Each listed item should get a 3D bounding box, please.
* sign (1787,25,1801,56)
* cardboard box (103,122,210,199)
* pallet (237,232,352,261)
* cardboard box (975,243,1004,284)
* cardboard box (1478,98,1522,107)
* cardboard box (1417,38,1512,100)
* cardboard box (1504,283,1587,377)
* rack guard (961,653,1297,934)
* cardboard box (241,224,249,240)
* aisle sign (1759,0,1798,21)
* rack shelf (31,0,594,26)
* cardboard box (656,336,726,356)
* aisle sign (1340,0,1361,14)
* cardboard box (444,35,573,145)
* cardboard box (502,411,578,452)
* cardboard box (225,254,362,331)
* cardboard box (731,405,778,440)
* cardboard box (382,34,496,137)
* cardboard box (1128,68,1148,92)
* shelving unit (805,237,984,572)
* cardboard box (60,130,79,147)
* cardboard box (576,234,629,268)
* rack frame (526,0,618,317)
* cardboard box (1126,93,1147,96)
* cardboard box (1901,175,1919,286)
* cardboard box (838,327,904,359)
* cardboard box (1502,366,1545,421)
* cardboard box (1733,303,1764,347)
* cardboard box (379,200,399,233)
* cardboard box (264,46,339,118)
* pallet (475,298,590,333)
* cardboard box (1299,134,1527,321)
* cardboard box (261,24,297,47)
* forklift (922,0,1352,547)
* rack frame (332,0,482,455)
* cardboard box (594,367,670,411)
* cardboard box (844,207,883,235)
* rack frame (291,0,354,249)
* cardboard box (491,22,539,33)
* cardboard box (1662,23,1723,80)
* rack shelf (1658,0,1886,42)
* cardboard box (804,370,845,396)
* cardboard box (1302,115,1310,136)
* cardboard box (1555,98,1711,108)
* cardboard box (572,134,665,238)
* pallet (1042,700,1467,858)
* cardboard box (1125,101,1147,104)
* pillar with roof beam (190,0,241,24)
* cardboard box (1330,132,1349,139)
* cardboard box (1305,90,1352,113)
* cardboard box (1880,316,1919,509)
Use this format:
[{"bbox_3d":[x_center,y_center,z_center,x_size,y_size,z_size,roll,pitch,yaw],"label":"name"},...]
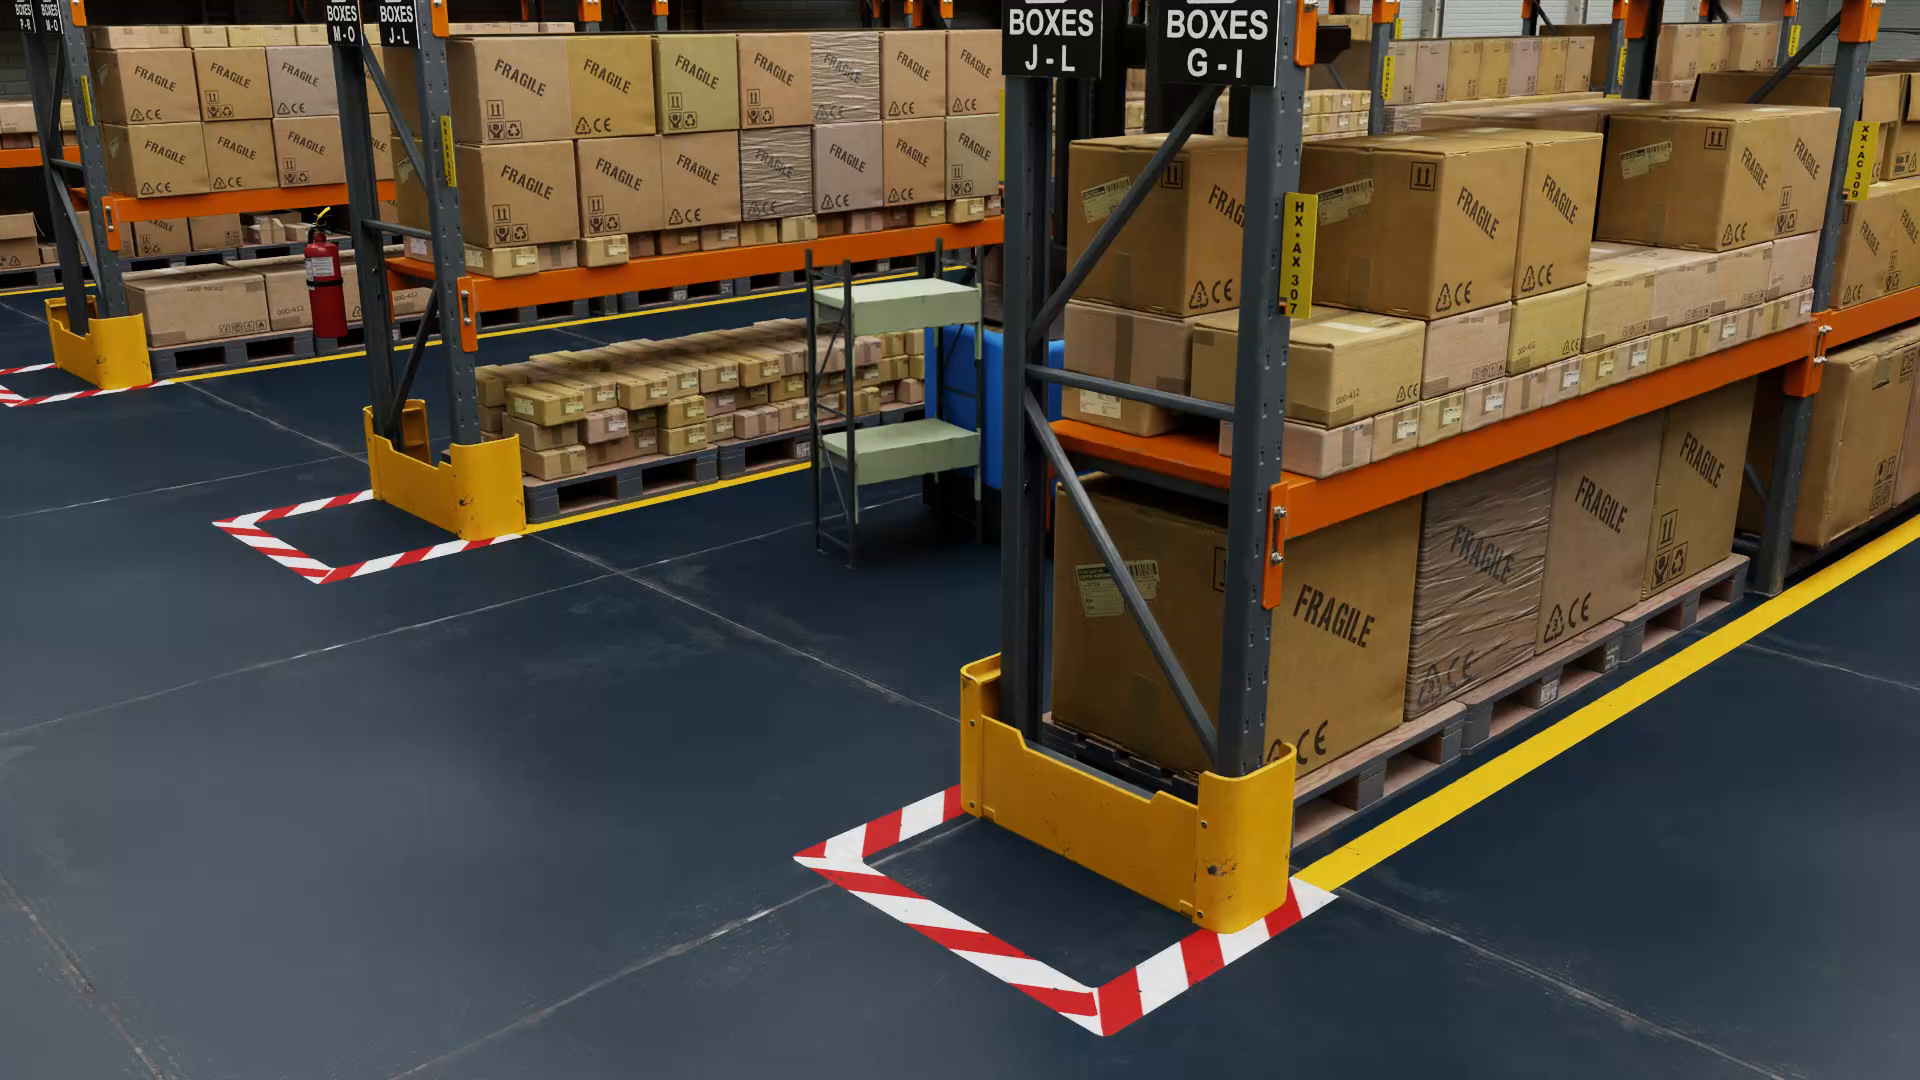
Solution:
[{"bbox_3d":[9.174,-5.491,18.297,0.005,0.325,0.100,-16,24,-41],"label":"sign"},{"bbox_3d":[-5.743,-2.735,11.895,0.500,0.500,0.500,-17,24,-41],"label":"cardboard box"},{"bbox_3d":[-7.296,-3.137,17.819,1.213,0.211,1.003,-16,24,-41],"label":"pallet"},{"bbox_3d":[0.459,-1.992,11.920,0.500,0.250,0.500,-17,25,-42],"label":"cardboard box"},{"bbox_3d":[4.607,-3.660,14.747,0.500,0.500,0.500,-17,24,-41],"label":"cardboard box"},{"bbox_3d":[4.440,-4.198,14.787,0.500,0.500,0.700,-17,24,-41],"label":"cardboard box"},{"bbox_3d":[1.794,-0.758,5.720,0.500,0.250,0.500,17,25,42],"label":"cardboard box"},{"bbox_3d":[0.502,0.765,5.315,0.348,0.500,1.175,-16,24,-41],"label":"rack guard"},{"bbox_3d":[-7.753,-3.274,17.660,0.250,0.149,0.380,-17,24,-42],"label":"cardboard box"},{"bbox_3d":[9.068,-6.137,18.334,0.004,0.787,0.394,-16,24,-41],"label":"aisle sign"},{"bbox_3d":[-4.836,-4.159,12.750,4.000,0.370,1.077,-16,24,-41],"label":"rack shelf"},{"bbox_3d":[-1.625,-1.123,10.060,0.380,0.149,0.250,17,25,42],"label":"cardboard box"},{"bbox_3d":[5.169,-7.360,22.105,0.004,0.787,0.394,-16,24,-41],"label":"aisle sign"},{"bbox_3d":[-2.306,-2.262,8.334,0.500,0.500,0.500,-16,24,-41],"label":"cardboard box"},{"bbox_3d":[-2.258,-0.601,8.933,0.250,0.149,0.380,-15,23,-39],"label":"cardboard box"},{"bbox_3d":[-5.219,-1.989,13.230,0.875,0.438,0.875,-15,24,-39],"label":"cardboard box"},{"bbox_3d":[-1.283,-0.711,9.757,0.380,0.149,0.250,16,24,41],"label":"cardboard box"},{"bbox_3d":[-2.653,-2.380,8.695,0.500,0.500,0.500,-17,24,-42],"label":"cardboard box"},{"bbox_3d":[1.893,-5.327,18.726,0.500,0.500,0.500,-16,24,-41],"label":"cardboard box"},{"bbox_3d":[-0.309,-0.676,8.137,0.755,1.500,0.431,-11,21,-32],"label":"shelving unit"},{"bbox_3d":[-8.540,-3.875,15.981,0.250,0.149,0.380,-16,24,-40],"label":"cardboard box"},{"bbox_3d":[-1.966,-1.546,8.797,0.380,0.149,0.250,17,25,42],"label":"cardboard box"},{"bbox_3d":[-3.383,-3.498,14.409,0.127,3.000,1.000,-16,24,-41],"label":"rack frame"},{"bbox_3d":[1.391,-3.235,12.361,0.250,0.149,0.380,-17,24,-42],"label":"cardboard box"},{"bbox_3d":[4.660,-1.578,8.328,0.500,0.500,0.500,-17,25,-42],"label":"cardboard box"},{"bbox_3d":[-0.565,-1.248,10.447,0.250,0.149,0.380,-15,23,-39],"label":"cardboard box"},{"bbox_3d":[1.749,-0.529,5.661,0.250,0.149,0.380,-17,24,-42],"label":"cardboard box"},{"bbox_3d":[3.056,-0.910,6.836,0.250,0.149,0.380,-17,24,-42],"label":"cardboard box"},{"bbox_3d":[-6.290,-3.672,18.319,0.500,0.500,0.500,-15,23,-38],"label":"cardboard box"},{"bbox_3d":[-5.006,-3.433,12.426,0.500,0.500,0.500,-16,24,-41],"label":"cardboard box"},{"bbox_3d":[-3.989,-2.028,14.396,1.213,0.211,1.003,-16,24,-41],"label":"pallet"},{"bbox_3d":[1.417,-1.003,5.260,0.500,0.500,0.500,-17,25,-42],"label":"cardboard box"},{"bbox_3d":[-5.099,-3.723,12.269,0.250,0.149,0.380,-16,24,-40],"label":"cardboard box"},{"bbox_3d":[1.309,-1.666,8.872,3.031,2.935,1.130,-12,21,-32],"label":"forklift"},{"bbox_3d":[-2.815,-1.562,8.439,0.127,3.000,1.000,-16,24,-41],"label":"rack frame"},{"bbox_3d":[-1.812,-0.834,9.170,0.250,0.149,0.380,-16,24,-41],"label":"cardboard box"},{"bbox_3d":[-0.684,-1.942,10.017,0.380,0.149,0.250,17,24,41],"label":"cardboard box"},{"bbox_3d":[-6.796,-4.609,17.837,0.127,3.000,1.000,-16,24,-41],"label":"rack frame"},{"bbox_3d":[-3.654,-4.161,13.621,0.250,0.149,0.380,-16,24,-40],"label":"cardboard box"},{"bbox_3d":[7.382,-5.101,17.359,0.500,0.550,0.875,-16,24,-41],"label":"cardboard box"},{"bbox_3d":[4.879,-2.785,8.515,4.000,0.370,1.077,-16,24,-41],"label":"rack shelf"},{"bbox_3d":[-0.920,-0.994,10.147,0.380,0.149,0.250,17,24,41],"label":"cardboard box"},{"bbox_3d":[2.388,-3.106,12.446,0.250,0.149,0.380,-16,24,-41],"label":"cardboard box"},{"bbox_3d":[2.902,-1.659,7.285,0.500,0.500,0.500,-16,24,-41],"label":"cardboard box"},{"bbox_3d":[-1.928,-1.904,8.848,0.500,0.500,0.500,-16,24,-41],"label":"cardboard box"},{"bbox_3d":[1.047,0.710,5.952,1.213,0.211,1.003,-16,24,-41],"label":"pallet"},{"bbox_3d":[1.263,-2.920,11.389,0.250,0.149,0.380,-17,24,-42],"label":"cardboard box"},{"bbox_3d":[-4.963,-6.553,14.104,0.400,9.000,9.100,-16,24,-41],"label":"pillar with roof beam"},{"bbox_3d":[2.774,-3.078,12.841,0.250,0.149,0.380,-16,24,-41],"label":"cardboard box"},{"bbox_3d":[2.773,-3.361,12.750,0.250,0.149,0.380,-17,24,-41],"label":"cardboard box"},{"bbox_3d":[4.526,-0.796,8.839,1.225,0.875,0.875,17,24,42],"label":"cardboard box"}]
